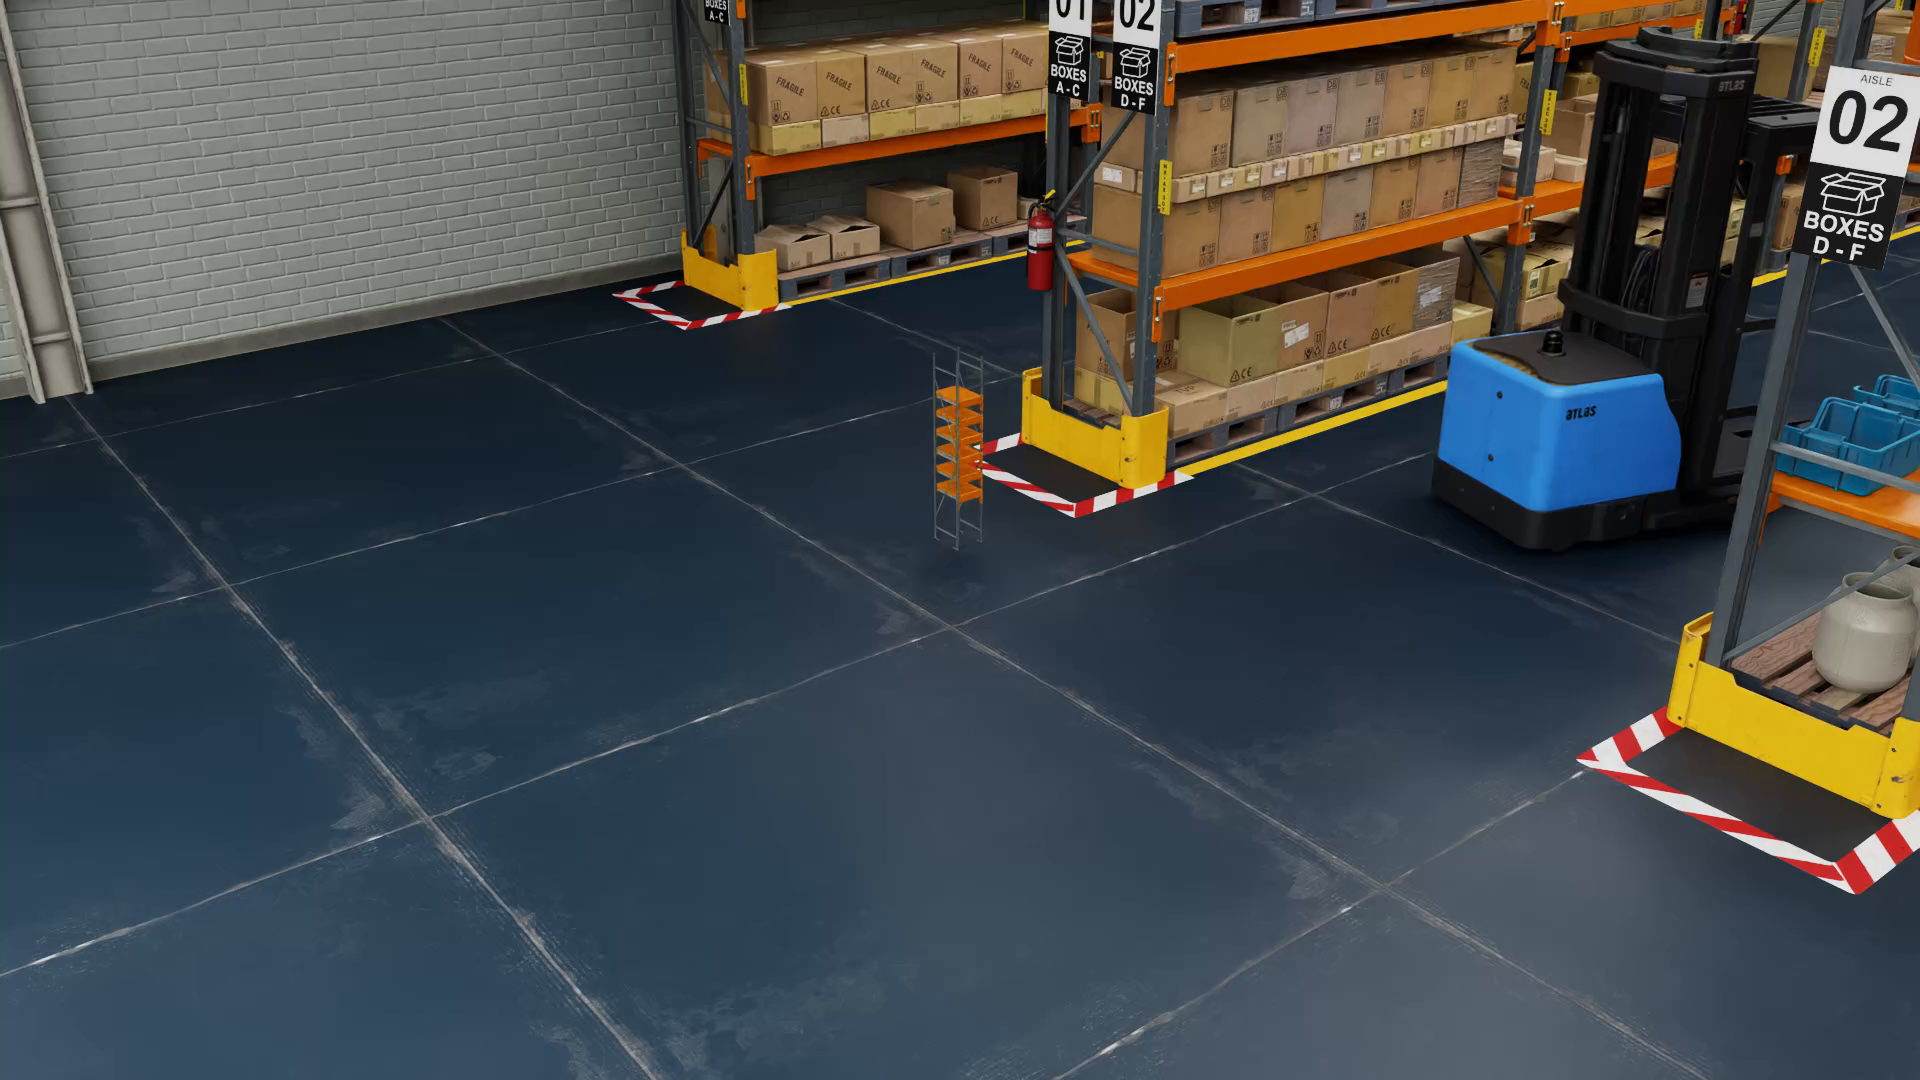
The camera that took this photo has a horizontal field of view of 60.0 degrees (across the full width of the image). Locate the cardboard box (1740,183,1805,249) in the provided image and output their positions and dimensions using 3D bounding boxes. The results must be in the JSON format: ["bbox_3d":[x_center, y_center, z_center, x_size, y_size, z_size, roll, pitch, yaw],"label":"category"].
[{"bbox_3d":[7.754,-3.097,15.807,0.500,0.500,0.500,-17,30,-32],"label":"cardboard box"}]

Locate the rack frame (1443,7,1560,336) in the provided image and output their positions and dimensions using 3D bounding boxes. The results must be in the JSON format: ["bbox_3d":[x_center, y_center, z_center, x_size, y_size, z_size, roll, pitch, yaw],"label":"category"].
[{"bbox_3d":[4.072,-2.969,13.084,0.127,3.000,1.000,-18,31,-34],"label":"rack frame"}]

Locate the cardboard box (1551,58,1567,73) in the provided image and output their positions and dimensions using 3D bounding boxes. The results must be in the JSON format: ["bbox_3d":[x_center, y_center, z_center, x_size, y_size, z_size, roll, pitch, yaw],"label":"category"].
[{"bbox_3d":[7.722,-6.226,21.803,0.250,0.149,0.380,-18,31,-34],"label":"cardboard box"}]

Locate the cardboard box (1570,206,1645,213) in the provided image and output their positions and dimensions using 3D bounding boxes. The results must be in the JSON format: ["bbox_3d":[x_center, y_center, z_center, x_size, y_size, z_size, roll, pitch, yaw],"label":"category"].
[{"bbox_3d":[5.815,-2.896,15.028,0.500,0.311,0.500,-19,31,-35],"label":"cardboard box"}]

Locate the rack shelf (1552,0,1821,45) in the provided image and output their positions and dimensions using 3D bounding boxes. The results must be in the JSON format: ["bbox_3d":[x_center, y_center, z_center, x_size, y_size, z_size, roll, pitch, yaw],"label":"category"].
[{"bbox_3d":[5.646,-4.523,13.723,4.000,0.370,1.077,-18,31,-34],"label":"rack shelf"}]

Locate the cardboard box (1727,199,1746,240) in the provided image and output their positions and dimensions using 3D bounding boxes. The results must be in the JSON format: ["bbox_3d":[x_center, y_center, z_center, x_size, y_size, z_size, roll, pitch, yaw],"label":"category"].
[{"bbox_3d":[6.959,-2.988,15.226,0.500,0.311,0.500,-17,30,-33],"label":"cardboard box"}]

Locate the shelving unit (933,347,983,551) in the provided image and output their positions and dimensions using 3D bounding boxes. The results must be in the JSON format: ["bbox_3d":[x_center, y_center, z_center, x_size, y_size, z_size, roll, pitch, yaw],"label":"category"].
[{"bbox_3d":[-0.011,-0.540,9.989,0.189,1.200,0.258,-18,31,-34],"label":"shelving unit"}]

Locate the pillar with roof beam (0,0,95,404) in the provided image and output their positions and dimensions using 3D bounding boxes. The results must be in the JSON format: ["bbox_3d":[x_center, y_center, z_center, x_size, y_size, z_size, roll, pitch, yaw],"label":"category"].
[{"bbox_3d":[-4.184,-3.775,7.694,0.400,9.000,9.100,-18,31,-34],"label":"pillar with roof beam"}]

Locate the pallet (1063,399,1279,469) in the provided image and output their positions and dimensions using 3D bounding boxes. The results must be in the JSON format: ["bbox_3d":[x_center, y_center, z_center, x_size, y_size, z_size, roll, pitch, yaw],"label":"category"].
[{"bbox_3d":[1.500,-0.877,11.890,1.213,0.211,1.003,-18,31,-34],"label":"pallet"}]

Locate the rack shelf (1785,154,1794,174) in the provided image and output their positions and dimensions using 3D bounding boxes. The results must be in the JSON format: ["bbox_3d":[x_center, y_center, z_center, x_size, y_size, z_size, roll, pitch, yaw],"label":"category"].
[{"bbox_3d":[8.793,-4.201,16.594,4.000,0.370,1.077,-18,31,-34],"label":"rack shelf"}]

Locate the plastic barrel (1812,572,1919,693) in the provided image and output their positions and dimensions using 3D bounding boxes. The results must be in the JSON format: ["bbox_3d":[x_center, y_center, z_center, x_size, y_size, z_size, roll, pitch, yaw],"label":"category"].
[{"bbox_3d":[4.448,0.454,8.165,0.421,0.512,0.421,0,25,0],"label":"plastic barrel"}]

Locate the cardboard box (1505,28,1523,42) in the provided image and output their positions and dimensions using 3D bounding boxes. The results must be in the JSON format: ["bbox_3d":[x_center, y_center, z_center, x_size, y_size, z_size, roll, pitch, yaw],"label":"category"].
[{"bbox_3d":[6.629,-6.187,20.292,0.250,0.149,0.380,-18,31,-34],"label":"cardboard box"}]

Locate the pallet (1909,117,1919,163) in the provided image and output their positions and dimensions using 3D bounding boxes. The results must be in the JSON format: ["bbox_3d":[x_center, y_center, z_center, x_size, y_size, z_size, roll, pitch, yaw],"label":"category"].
[{"bbox_3d":[4.689,-1.745,7.109,1.213,0.211,1.003,-18,31,-34],"label":"pallet"}]

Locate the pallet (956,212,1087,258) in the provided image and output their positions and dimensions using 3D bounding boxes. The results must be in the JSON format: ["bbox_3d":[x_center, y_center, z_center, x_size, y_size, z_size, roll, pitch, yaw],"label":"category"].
[{"bbox_3d":[0.505,-3.158,16.803,1.213,0.211,1.003,-18,31,-34],"label":"pallet"}]

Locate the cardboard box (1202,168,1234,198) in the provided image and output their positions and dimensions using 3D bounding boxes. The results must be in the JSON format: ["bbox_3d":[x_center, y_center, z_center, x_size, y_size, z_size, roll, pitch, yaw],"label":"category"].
[{"bbox_3d":[1.572,-2.369,10.903,0.250,0.149,0.380,-19,31,-35],"label":"cardboard box"}]

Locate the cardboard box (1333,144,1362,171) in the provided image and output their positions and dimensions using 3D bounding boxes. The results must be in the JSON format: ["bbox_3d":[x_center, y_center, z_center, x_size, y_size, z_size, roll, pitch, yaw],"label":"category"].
[{"bbox_3d":[2.576,-2.699,11.613,0.250,0.149,0.380,-18,30,-34],"label":"cardboard box"}]

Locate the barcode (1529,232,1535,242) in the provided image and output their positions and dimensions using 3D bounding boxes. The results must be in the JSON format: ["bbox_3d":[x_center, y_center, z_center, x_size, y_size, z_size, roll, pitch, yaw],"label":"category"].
[{"bbox_3d":[4.529,-2.398,13.161,0.075,0.075,0.001,-18,31,-34],"label":"barcode"}]

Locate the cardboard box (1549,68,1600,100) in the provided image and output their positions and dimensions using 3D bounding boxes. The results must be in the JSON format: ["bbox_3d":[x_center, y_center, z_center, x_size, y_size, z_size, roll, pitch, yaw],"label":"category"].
[{"bbox_3d":[7.959,-5.904,21.879,0.500,0.500,0.700,-18,30,-33],"label":"cardboard box"}]

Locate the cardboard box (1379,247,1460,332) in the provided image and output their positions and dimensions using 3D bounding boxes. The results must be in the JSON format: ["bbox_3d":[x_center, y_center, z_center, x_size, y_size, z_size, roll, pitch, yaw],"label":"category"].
[{"bbox_3d":[3.441,-1.933,12.729,0.500,0.500,0.500,-18,31,-34],"label":"cardboard box"}]

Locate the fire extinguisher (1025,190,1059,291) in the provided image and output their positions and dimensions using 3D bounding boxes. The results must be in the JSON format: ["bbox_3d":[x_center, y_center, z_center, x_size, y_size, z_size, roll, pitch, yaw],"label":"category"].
[{"bbox_3d":[0.544,-2.018,11.127,0.183,0.674,0.296,-18,31,-34],"label":"fire extinguisher"}]

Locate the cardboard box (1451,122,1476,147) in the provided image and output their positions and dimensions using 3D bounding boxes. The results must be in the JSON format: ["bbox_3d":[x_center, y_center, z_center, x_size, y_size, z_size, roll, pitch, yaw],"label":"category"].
[{"bbox_3d":[3.590,-3.034,12.336,0.250,0.149,0.380,-19,31,-35],"label":"cardboard box"}]

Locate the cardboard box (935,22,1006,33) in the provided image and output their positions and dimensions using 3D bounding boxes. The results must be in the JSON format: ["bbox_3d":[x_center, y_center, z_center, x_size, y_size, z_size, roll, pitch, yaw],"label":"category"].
[{"bbox_3d":[0.104,-4.704,16.086,0.500,0.500,0.500,-18,31,-34],"label":"cardboard box"}]

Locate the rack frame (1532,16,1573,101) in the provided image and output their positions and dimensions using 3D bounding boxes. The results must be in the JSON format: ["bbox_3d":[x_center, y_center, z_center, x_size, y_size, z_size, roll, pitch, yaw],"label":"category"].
[{"bbox_3d":[7.307,-6.687,21.095,0.127,3.000,1.000,-18,31,-34],"label":"rack frame"}]

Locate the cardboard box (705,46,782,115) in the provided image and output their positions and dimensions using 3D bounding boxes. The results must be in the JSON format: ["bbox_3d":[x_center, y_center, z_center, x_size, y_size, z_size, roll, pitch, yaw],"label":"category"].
[{"bbox_3d":[-1.896,-4.044,14.664,0.500,0.500,0.500,-19,31,-35],"label":"cardboard box"}]

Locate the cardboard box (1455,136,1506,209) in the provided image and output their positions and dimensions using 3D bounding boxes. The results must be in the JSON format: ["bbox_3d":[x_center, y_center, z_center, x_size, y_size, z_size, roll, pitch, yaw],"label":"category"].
[{"bbox_3d":[3.726,-2.897,12.810,0.500,0.500,0.700,-19,31,-35],"label":"cardboard box"}]

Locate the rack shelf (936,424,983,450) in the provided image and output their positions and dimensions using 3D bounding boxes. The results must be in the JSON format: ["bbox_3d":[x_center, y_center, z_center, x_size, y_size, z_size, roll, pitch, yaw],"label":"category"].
[{"bbox_3d":[-0.011,-0.609,9.957,0.180,0.103,0.258,-18,31,-34],"label":"rack shelf"}]

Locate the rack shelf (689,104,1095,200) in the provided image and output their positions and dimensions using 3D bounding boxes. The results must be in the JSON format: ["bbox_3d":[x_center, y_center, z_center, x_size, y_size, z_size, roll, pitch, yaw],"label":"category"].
[{"bbox_3d":[-0.562,-3.763,15.650,4.000,0.370,1.077,-18,31,-34],"label":"rack shelf"}]

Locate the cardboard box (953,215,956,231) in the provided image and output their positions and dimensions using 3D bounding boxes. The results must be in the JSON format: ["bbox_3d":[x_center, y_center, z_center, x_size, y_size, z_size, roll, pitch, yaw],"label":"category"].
[{"bbox_3d":[-0.259,-3.106,16.244,0.250,0.149,0.380,-21,32,-38],"label":"cardboard box"}]

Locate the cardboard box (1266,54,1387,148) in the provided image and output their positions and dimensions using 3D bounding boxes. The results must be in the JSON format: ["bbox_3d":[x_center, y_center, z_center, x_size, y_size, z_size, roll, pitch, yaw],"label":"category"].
[{"bbox_3d":[2.542,-3.094,11.694,0.500,0.500,0.700,-18,31,-34],"label":"cardboard box"}]

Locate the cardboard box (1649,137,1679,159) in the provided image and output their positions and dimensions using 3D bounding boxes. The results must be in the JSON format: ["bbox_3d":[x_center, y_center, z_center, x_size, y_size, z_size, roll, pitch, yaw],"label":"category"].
[{"bbox_3d":[5.909,-3.612,14.351,0.500,0.500,0.500,-20,32,-37],"label":"cardboard box"}]

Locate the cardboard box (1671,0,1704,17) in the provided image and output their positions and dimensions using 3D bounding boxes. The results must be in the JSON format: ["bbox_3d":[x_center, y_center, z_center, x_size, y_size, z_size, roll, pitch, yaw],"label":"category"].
[{"bbox_3d":[9.494,-7.534,22.563,0.700,0.700,0.980,-19,31,-34],"label":"cardboard box"}]

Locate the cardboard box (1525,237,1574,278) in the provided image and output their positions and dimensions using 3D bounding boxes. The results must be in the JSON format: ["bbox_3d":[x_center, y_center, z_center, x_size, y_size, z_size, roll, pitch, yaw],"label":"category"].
[{"bbox_3d":[4.948,-2.320,13.786,0.500,0.311,0.500,-19,31,-35],"label":"cardboard box"}]

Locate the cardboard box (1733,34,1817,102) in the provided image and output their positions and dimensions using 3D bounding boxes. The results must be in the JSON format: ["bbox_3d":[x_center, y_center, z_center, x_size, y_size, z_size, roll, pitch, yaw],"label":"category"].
[{"bbox_3d":[7.645,-4.445,15.646,0.700,0.500,0.500,15,29,29],"label":"cardboard box"}]

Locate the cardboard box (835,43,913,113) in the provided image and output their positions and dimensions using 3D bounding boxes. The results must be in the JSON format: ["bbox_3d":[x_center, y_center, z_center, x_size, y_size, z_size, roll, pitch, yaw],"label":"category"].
[{"bbox_3d":[-0.769,-4.133,14.855,0.500,0.500,0.500,-19,31,-36],"label":"cardboard box"}]

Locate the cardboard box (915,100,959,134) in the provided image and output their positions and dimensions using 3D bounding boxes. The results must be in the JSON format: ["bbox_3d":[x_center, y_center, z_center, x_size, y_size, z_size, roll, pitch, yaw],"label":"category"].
[{"bbox_3d":[-0.352,-3.933,15.316,0.500,0.250,0.500,-18,30,-34],"label":"cardboard box"}]

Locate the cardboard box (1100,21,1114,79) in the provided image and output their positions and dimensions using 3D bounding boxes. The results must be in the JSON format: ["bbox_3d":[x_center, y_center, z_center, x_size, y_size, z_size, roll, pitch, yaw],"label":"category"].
[{"bbox_3d":[1.434,-4.975,16.764,0.500,0.500,0.700,-18,30,-34],"label":"cardboard box"}]

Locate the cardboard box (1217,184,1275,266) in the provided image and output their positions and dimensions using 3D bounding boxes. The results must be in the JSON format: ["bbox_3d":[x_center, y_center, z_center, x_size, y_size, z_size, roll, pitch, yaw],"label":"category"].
[{"bbox_3d":[1.710,-2.230,11.373,0.500,0.500,0.700,-17,30,-33],"label":"cardboard box"}]

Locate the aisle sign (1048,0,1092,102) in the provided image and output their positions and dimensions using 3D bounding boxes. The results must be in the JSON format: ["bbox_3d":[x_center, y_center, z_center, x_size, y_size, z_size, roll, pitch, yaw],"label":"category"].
[{"bbox_3d":[0.691,-3.189,10.471,0.004,0.787,0.394,-18,31,-34],"label":"aisle sign"}]

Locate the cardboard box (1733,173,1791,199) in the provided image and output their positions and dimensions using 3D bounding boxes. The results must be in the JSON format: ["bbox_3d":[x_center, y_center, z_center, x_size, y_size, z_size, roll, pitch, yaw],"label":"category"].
[{"bbox_3d":[7.810,-3.394,16.447,0.500,0.500,0.500,-17,30,-32],"label":"cardboard box"}]

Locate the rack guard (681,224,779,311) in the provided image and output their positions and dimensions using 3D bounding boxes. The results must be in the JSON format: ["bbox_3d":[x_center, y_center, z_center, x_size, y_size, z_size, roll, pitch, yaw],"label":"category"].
[{"bbox_3d":[-2.076,-2.456,14.947,0.348,0.500,1.175,-18,31,-34],"label":"rack guard"}]

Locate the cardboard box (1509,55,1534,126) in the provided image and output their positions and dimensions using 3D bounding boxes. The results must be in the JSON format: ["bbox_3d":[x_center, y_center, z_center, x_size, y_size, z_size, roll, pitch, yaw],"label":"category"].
[{"bbox_3d":[6.876,-5.690,21.003,0.750,0.750,0.750,-18,30,-33],"label":"cardboard box"}]

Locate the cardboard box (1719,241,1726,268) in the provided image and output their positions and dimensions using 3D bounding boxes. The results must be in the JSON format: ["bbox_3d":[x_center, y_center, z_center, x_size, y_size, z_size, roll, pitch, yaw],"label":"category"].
[{"bbox_3d":[6.552,-2.599,15.053,0.500,0.250,0.500,-19,31,-35],"label":"cardboard box"}]

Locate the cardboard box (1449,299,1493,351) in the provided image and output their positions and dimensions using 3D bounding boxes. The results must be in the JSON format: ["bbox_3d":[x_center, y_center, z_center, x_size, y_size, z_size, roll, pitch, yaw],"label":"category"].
[{"bbox_3d":[3.842,-1.719,13.159,0.500,0.250,0.500,-18,31,-34],"label":"cardboard box"}]

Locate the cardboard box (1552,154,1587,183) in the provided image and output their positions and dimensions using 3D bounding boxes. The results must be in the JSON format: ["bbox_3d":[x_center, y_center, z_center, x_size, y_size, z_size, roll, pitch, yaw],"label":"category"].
[{"bbox_3d":[4.895,-3.017,13.487,0.250,0.149,0.380,-18,31,-34],"label":"cardboard box"}]

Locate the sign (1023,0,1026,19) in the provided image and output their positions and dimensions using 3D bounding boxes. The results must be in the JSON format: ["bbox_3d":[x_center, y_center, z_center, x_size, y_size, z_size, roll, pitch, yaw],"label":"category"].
[{"bbox_3d":[0.667,-5.317,16.768,0.005,0.325,0.100,-18,31,-34],"label":"sign"}]

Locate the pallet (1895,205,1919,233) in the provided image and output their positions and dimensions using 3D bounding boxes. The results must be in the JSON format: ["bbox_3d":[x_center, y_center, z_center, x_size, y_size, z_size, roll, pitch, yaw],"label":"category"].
[{"bbox_3d":[9.750,-3.558,17.666,1.213,0.211,1.003,-18,31,-34],"label":"pallet"}]

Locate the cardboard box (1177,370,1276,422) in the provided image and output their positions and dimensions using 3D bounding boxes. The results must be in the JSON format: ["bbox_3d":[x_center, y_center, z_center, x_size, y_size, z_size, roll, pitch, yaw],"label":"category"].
[{"bbox_3d":[1.874,-1.070,11.759,0.500,0.250,0.500,-18,31,-34],"label":"cardboard box"}]

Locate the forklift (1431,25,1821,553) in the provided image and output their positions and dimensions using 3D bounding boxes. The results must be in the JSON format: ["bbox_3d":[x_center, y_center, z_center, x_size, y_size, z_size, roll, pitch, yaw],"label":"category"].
[{"bbox_3d":[4.618,-1.631,10.284,3.031,2.935,1.130,-9,26,-19],"label":"forklift"}]
